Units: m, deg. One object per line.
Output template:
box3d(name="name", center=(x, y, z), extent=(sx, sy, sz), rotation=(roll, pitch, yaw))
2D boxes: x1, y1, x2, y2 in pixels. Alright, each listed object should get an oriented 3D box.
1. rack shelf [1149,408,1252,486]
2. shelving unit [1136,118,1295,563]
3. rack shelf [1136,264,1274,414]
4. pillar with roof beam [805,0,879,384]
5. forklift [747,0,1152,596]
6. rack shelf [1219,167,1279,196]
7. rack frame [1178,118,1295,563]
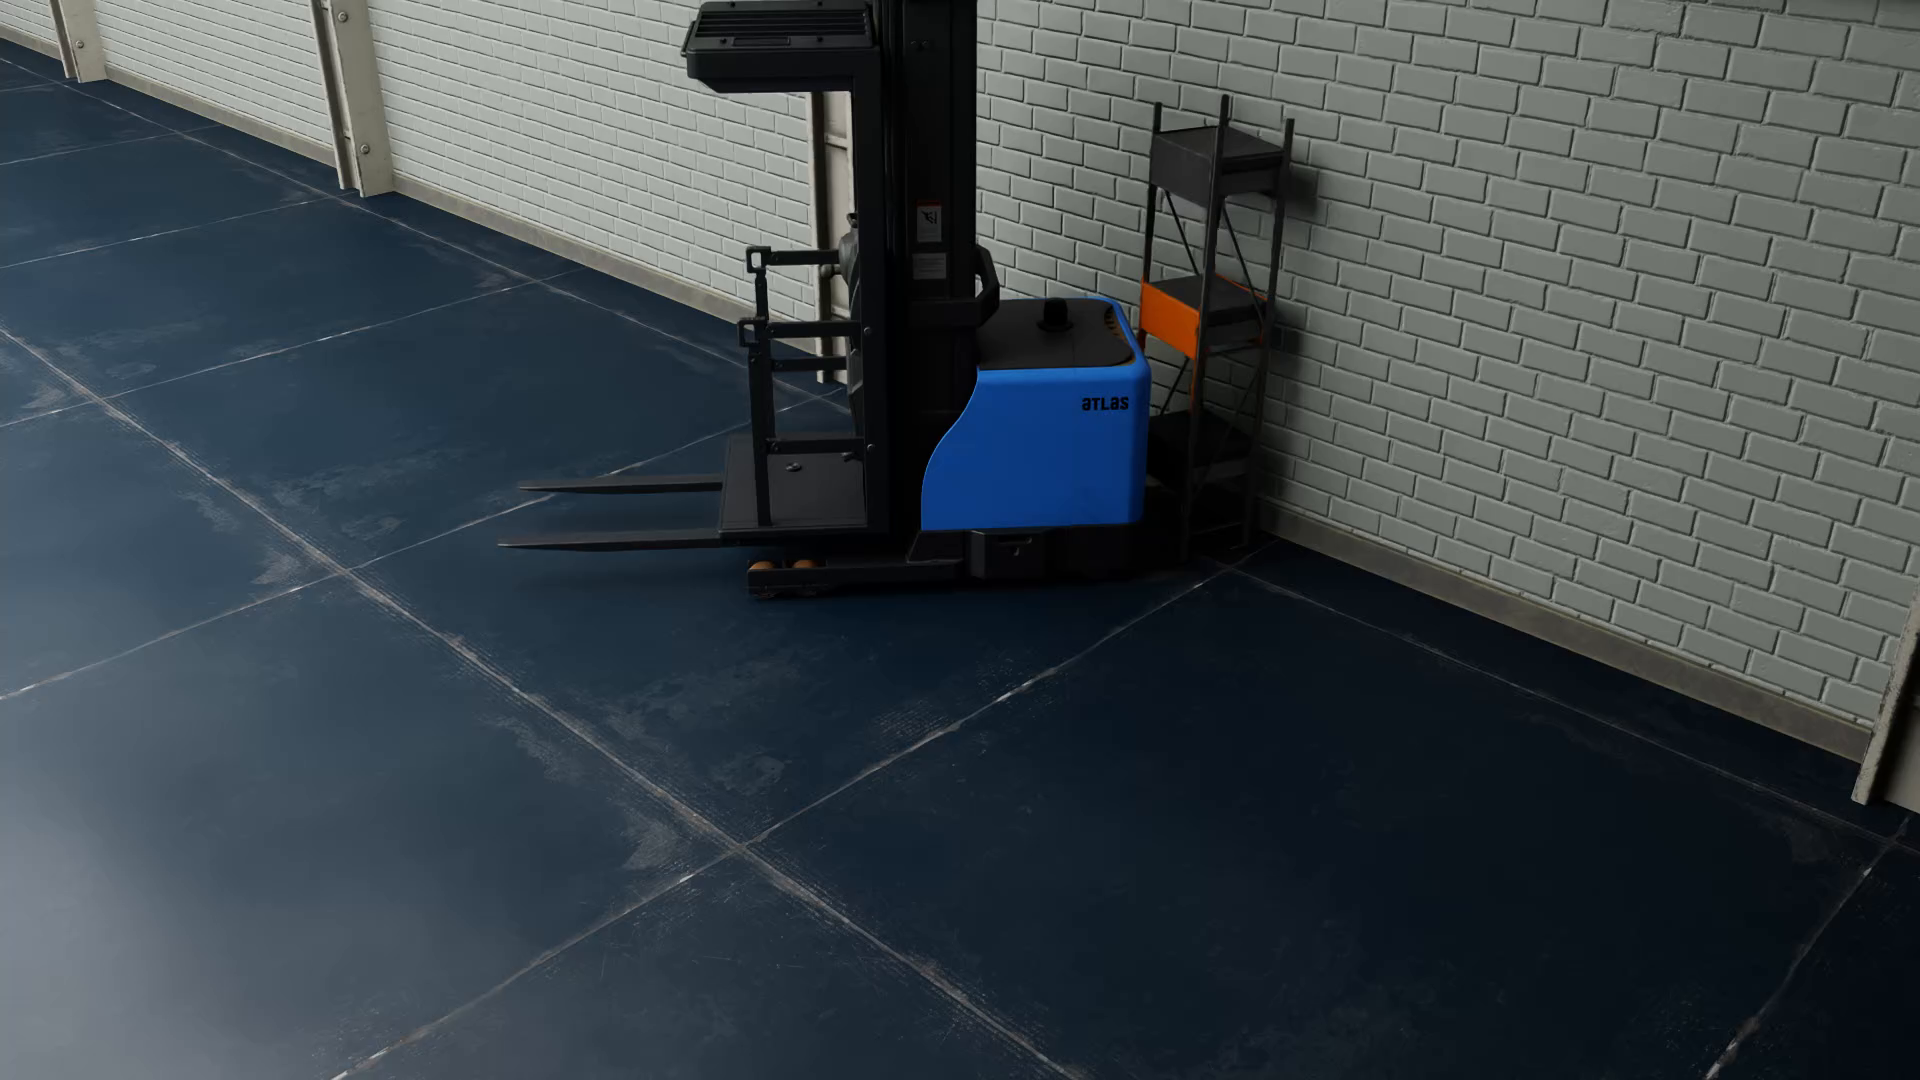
box3d(name="rack shelf", center=(1.134, -0.454, 8.086), extent=(0.368, 0.174, 0.457), rotation=(-12, 31, -24))
box3d(name="shelving unit", center=(1.146, -0.962, 7.813), extent=(0.431, 2.100, 0.492), rotation=(-12, 31, -24))
box3d(name="rack shelf", center=(1.143, -0.952, 7.824), extent=(0.431, 0.518, 0.480), rotation=(-12, 31, -24))
box3d(name="pillar with roof beam", center=(-3.639, -3.506, 5.249), extent=(0.400, 9.000, 9.100), rotation=(25, 36, 38))
box3d(name="forklift", center=(-0.668, -1.285, 7.545), extent=(3.031, 2.935, 1.130), rotation=(-2, 28, -4))
box3d(name="rack shelf", center=(1.156, -1.660, 7.451), extent=(0.332, 0.100, 0.442), rotation=(-12, 31, -24))
box3d(name="rack frame", center=(1.254, -0.861, 7.625), extent=(0.400, 2.100, 0.015), rotation=(-12, 31, -24))
